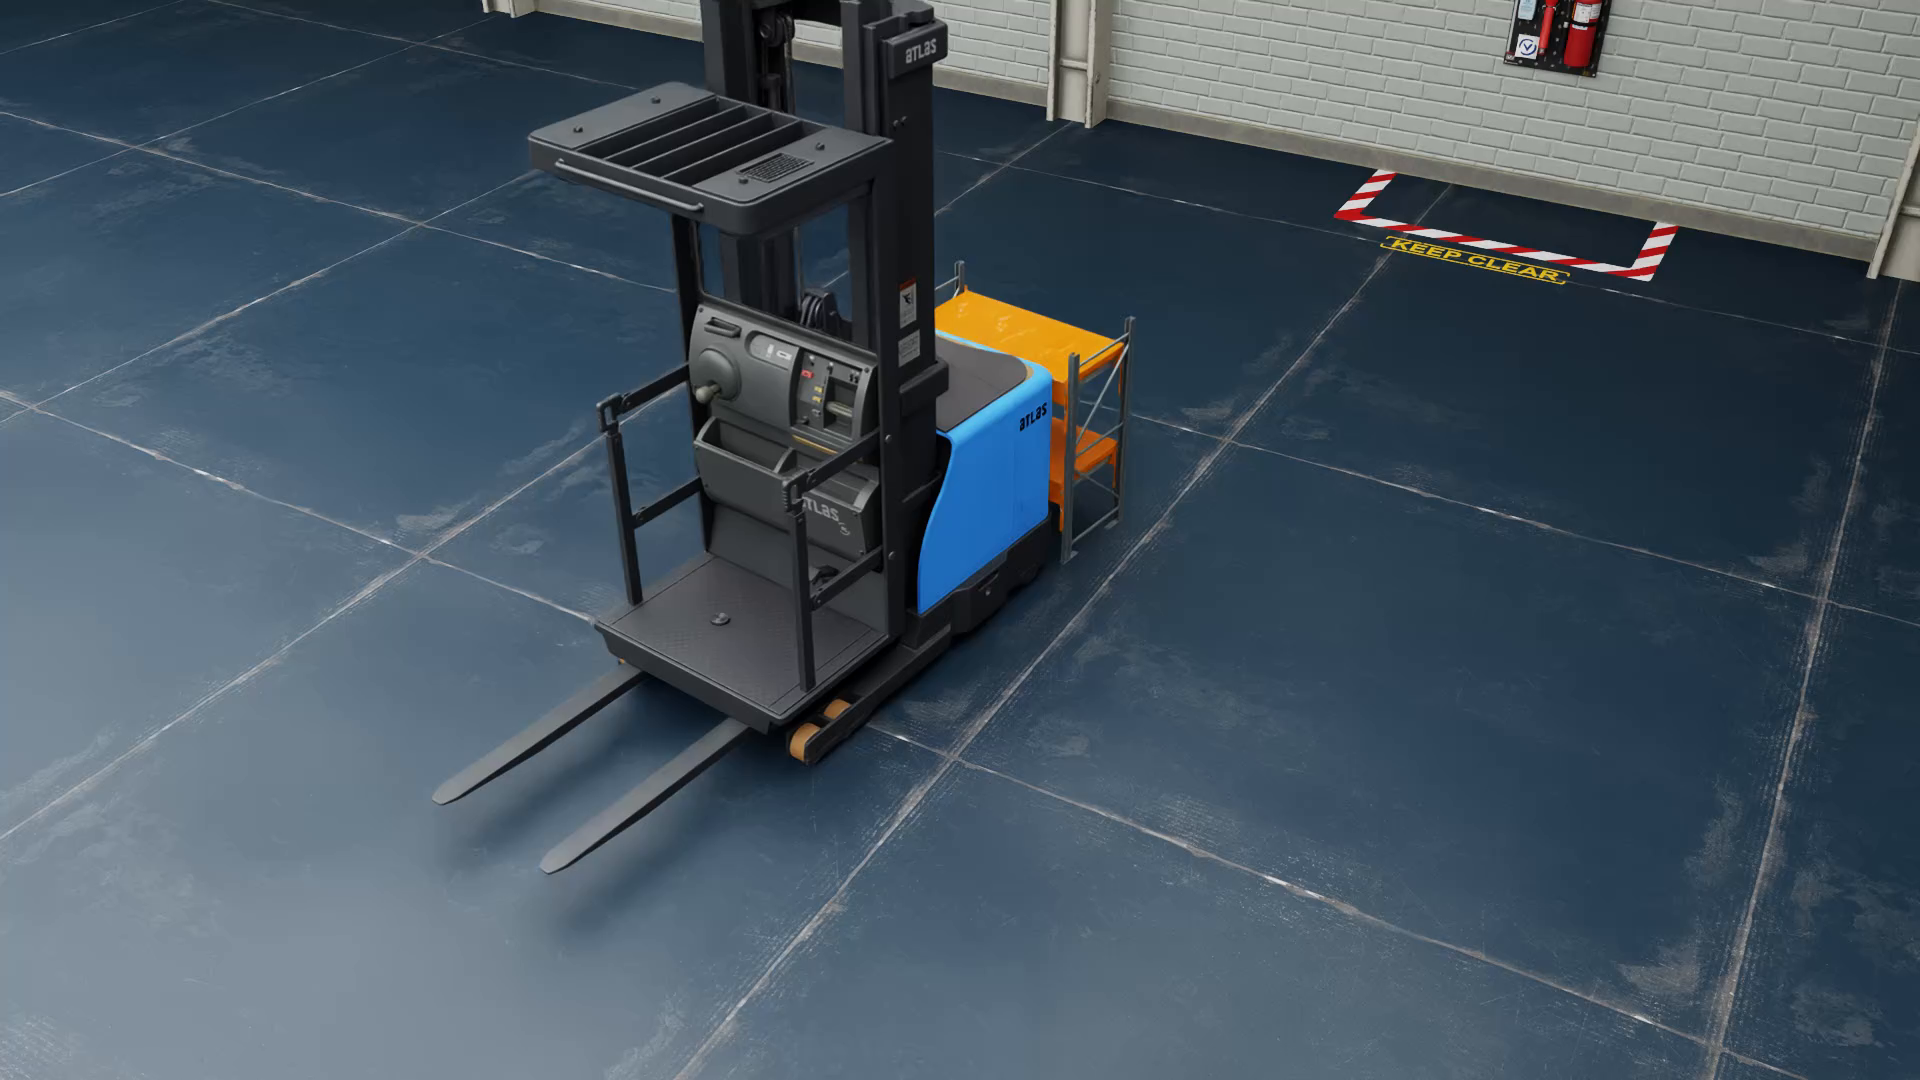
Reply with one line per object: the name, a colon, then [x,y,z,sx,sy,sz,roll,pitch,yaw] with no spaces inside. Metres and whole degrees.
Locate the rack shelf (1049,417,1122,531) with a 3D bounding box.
rack shelf: [0.257,-0.439,8.336,1.000,0.278,0.538,24,40,31]

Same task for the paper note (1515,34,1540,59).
paper note: [3.900,-3.391,11.431,0.142,0.148,0.016,18,37,24]

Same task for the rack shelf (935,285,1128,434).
rack shelf: [0.257,-0.886,8.038,1.000,0.278,0.538,24,40,31]

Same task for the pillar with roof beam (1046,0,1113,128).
pillar with roof beam: [-1.199,-5.053,7.720,0.400,9.000,9.100,18,37,24]

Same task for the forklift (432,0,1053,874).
forklift: [-0.851,-0.606,6.515,1.130,2.935,3.031,23,40,30]

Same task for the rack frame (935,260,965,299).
rack frame: [-0.142,-0.817,8.462,0.032,1.125,0.500,24,40,31]

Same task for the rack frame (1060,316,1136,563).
rack frame: [0.656,-0.468,7.938,0.032,1.125,0.500,24,40,31]

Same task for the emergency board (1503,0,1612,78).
emergency board: [4.020,-3.676,11.064,0.643,1.169,0.194,18,37,24]

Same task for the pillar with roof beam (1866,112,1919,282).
pillar with roof beam: [4.010,-3.403,5.242,0.400,9.000,9.100,18,37,24]

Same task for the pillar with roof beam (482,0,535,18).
pillar with roof beam: [-6.408,-6.703,10.198,0.400,9.000,9.100,18,37,24]

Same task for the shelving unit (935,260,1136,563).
shelving unit: [0.257,-0.643,8.200,1.048,1.125,0.538,24,40,31]
